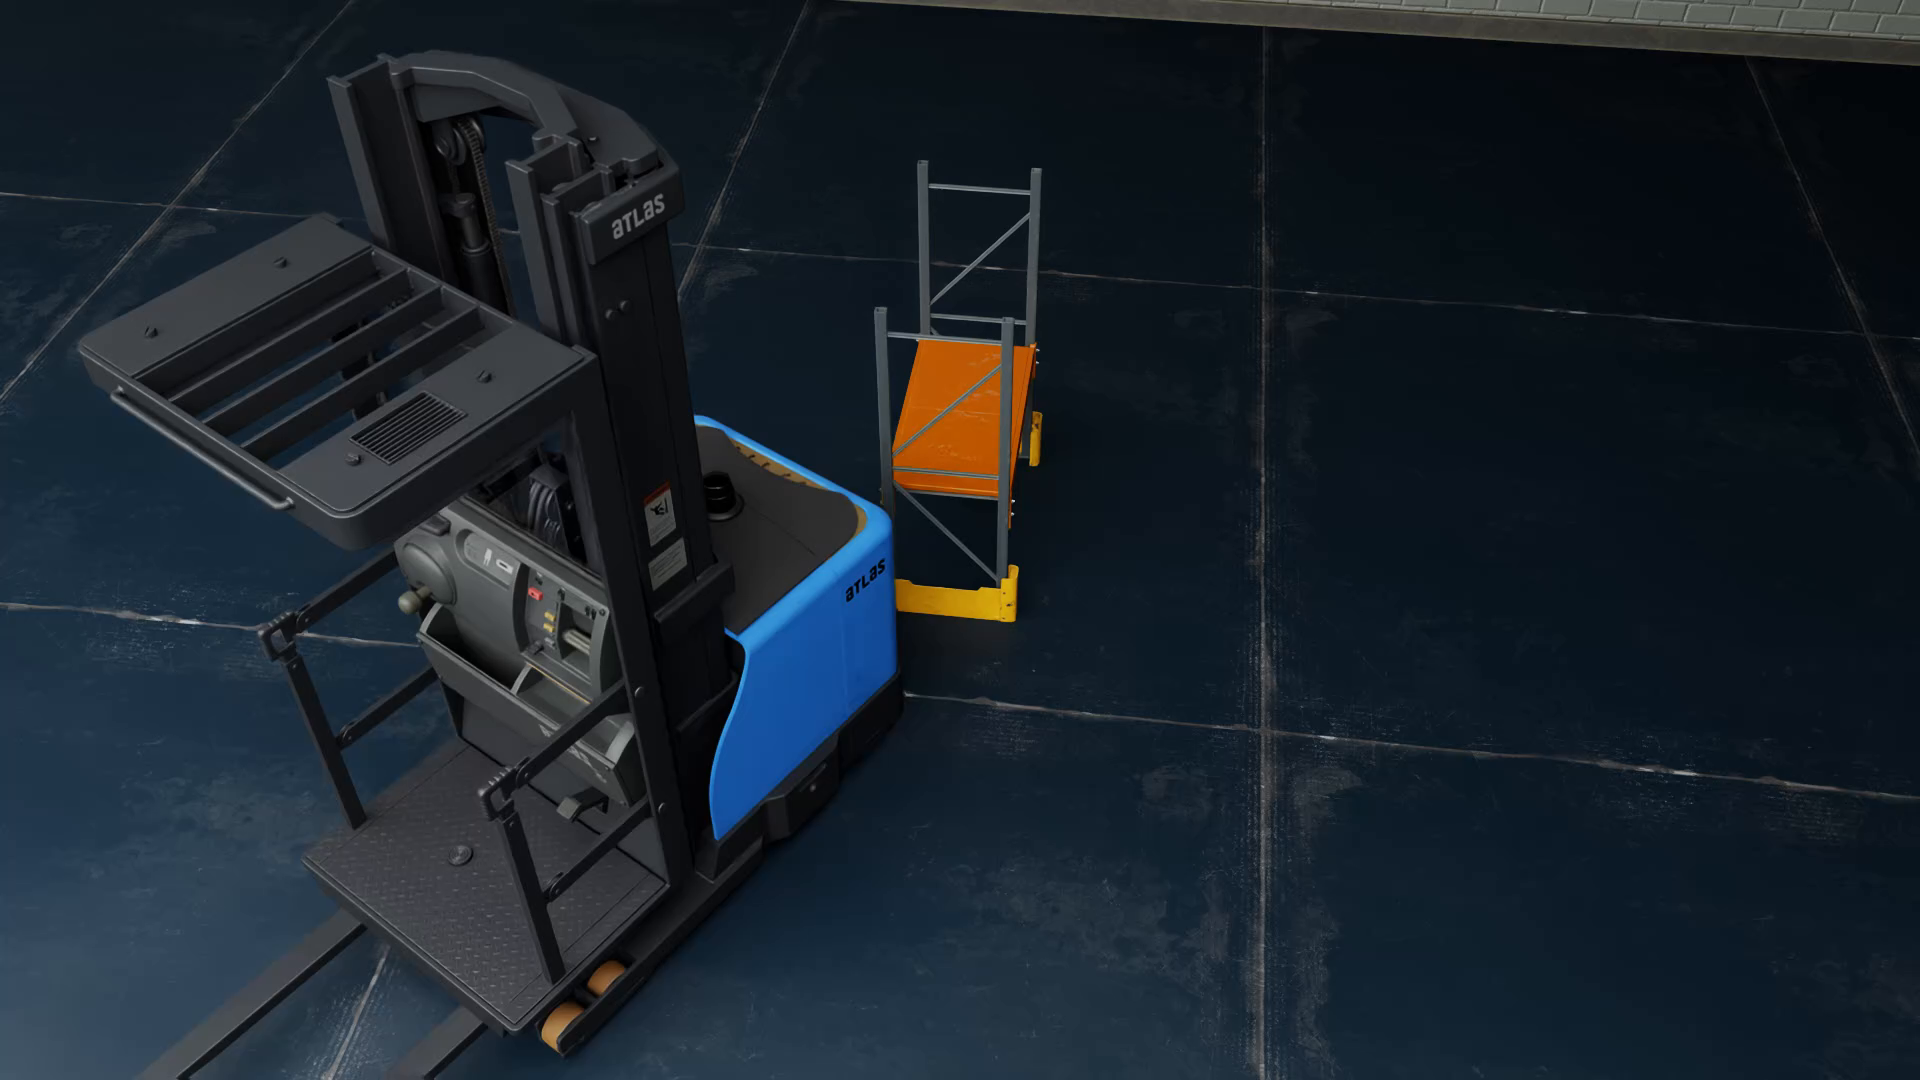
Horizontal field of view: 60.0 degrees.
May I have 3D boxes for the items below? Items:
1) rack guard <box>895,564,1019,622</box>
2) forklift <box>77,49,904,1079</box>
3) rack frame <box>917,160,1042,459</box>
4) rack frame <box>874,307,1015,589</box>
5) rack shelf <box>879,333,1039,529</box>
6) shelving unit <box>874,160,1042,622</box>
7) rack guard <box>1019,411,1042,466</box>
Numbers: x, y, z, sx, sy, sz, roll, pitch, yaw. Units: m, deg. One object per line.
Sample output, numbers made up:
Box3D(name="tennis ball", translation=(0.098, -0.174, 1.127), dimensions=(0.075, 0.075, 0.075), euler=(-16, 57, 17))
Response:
Box3D(name="rack guard", translation=(-0.056, 0.197, 6.860), dimensions=(0.587, 0.250, 0.087), euler=(5, 44, 6))
Box3D(name="forklift", translation=(-1.512, 0.229, 4.876), dimensions=(1.130, 2.935, 3.031), euler=(28, 50, 26))
Box3D(name="rack frame", translation=(0.078, -0.949, 7.162), dimensions=(0.500, 1.500, 0.032), euler=(5, 44, 6))
Box3D(name="rack frame", translation=(-0.056, -0.256, 6.430), dimensions=(0.500, 1.500, 0.032), euler=(5, 44, 6))
Box3D(name="rack shelf", translation=(0.011, -0.472, 6.919), dimensions=(0.538, 0.185, 1.000), euler=(5, 44, 6))
Box3D(name="shelving unit", translation=(0.010, -0.597, 6.789), dimensions=(0.587, 1.500, 1.083), euler=(5, 44, 6))
Box3D(name="rack guard", translation=(0.076, -0.482, 7.577), dimensions=(0.587, 0.250, 0.087), euler=(5, 44, 6))
